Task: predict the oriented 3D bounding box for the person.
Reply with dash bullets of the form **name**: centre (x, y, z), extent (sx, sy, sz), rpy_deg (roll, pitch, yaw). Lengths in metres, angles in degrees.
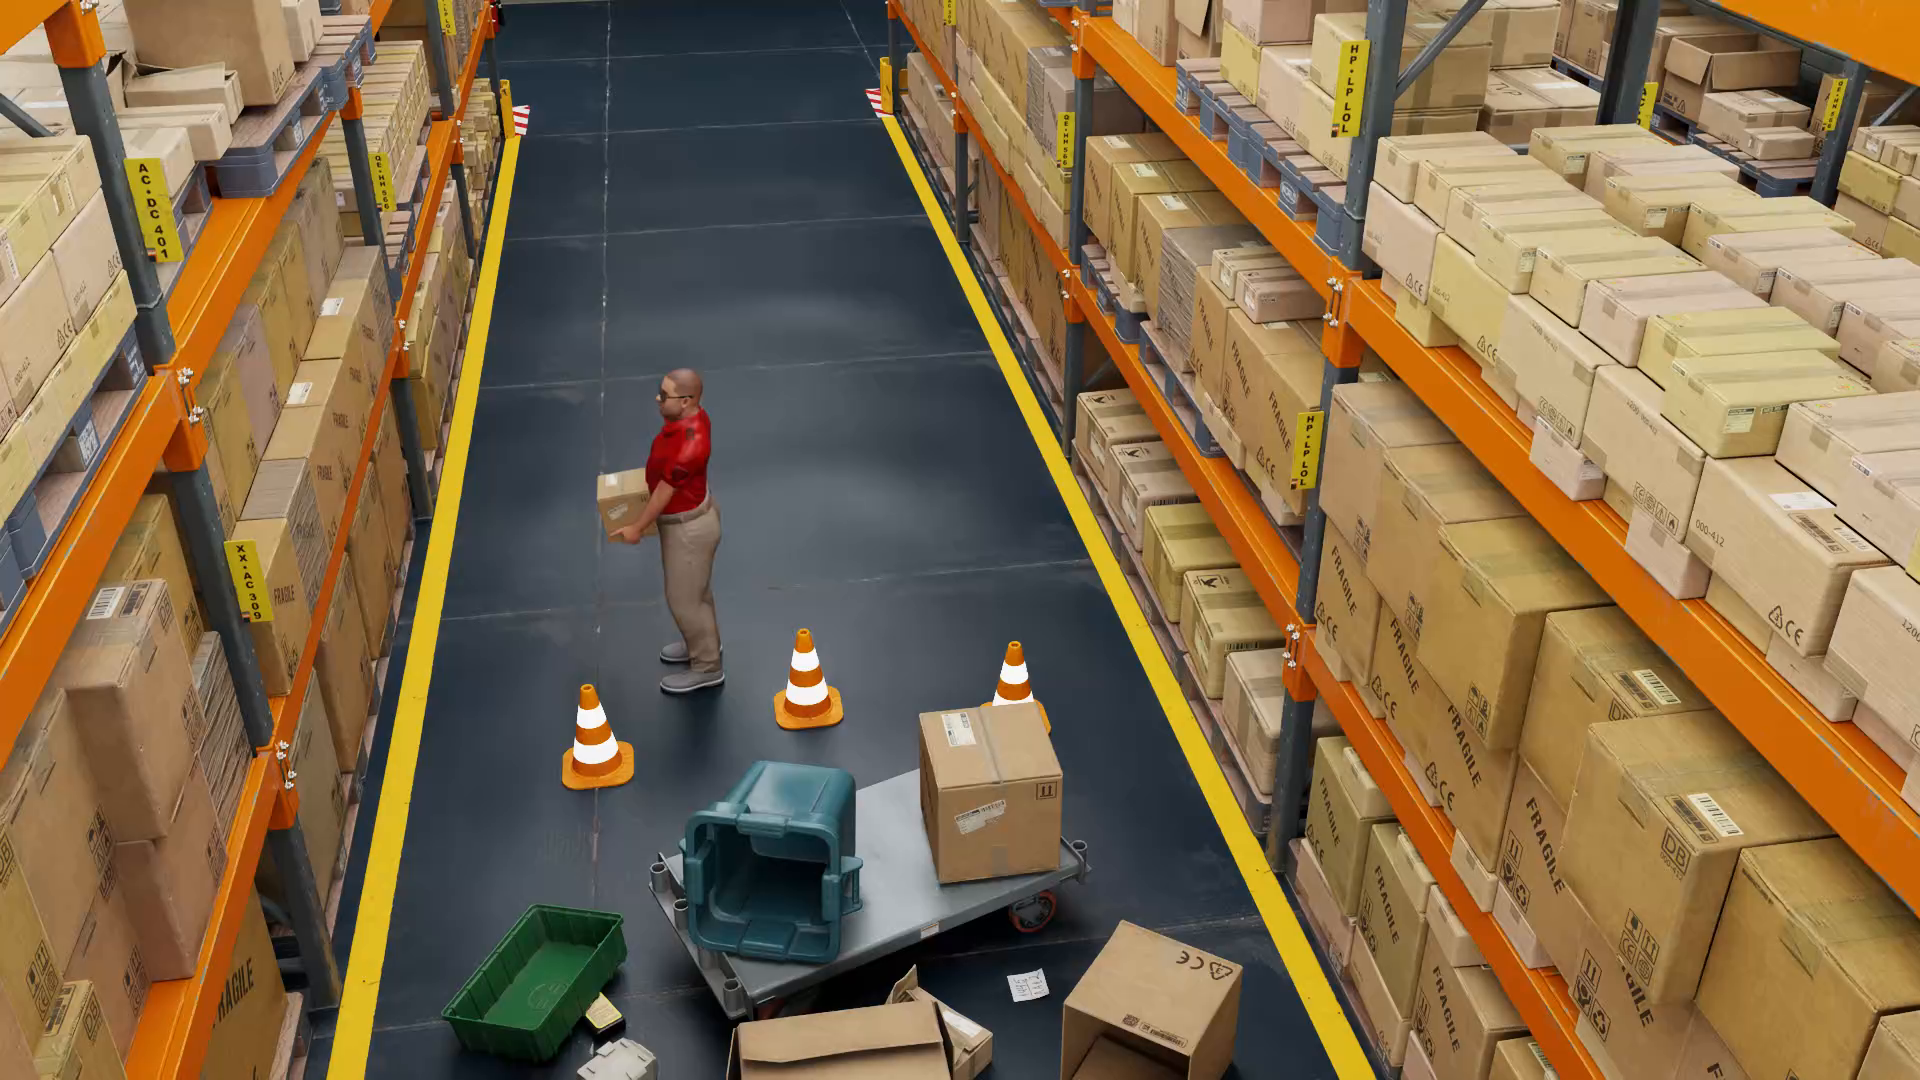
- **person**: centre (-1.452, -0.049, 8.243), extent (0.539, 1.721, 0.492), rpy_deg (-5, 31, -8)
